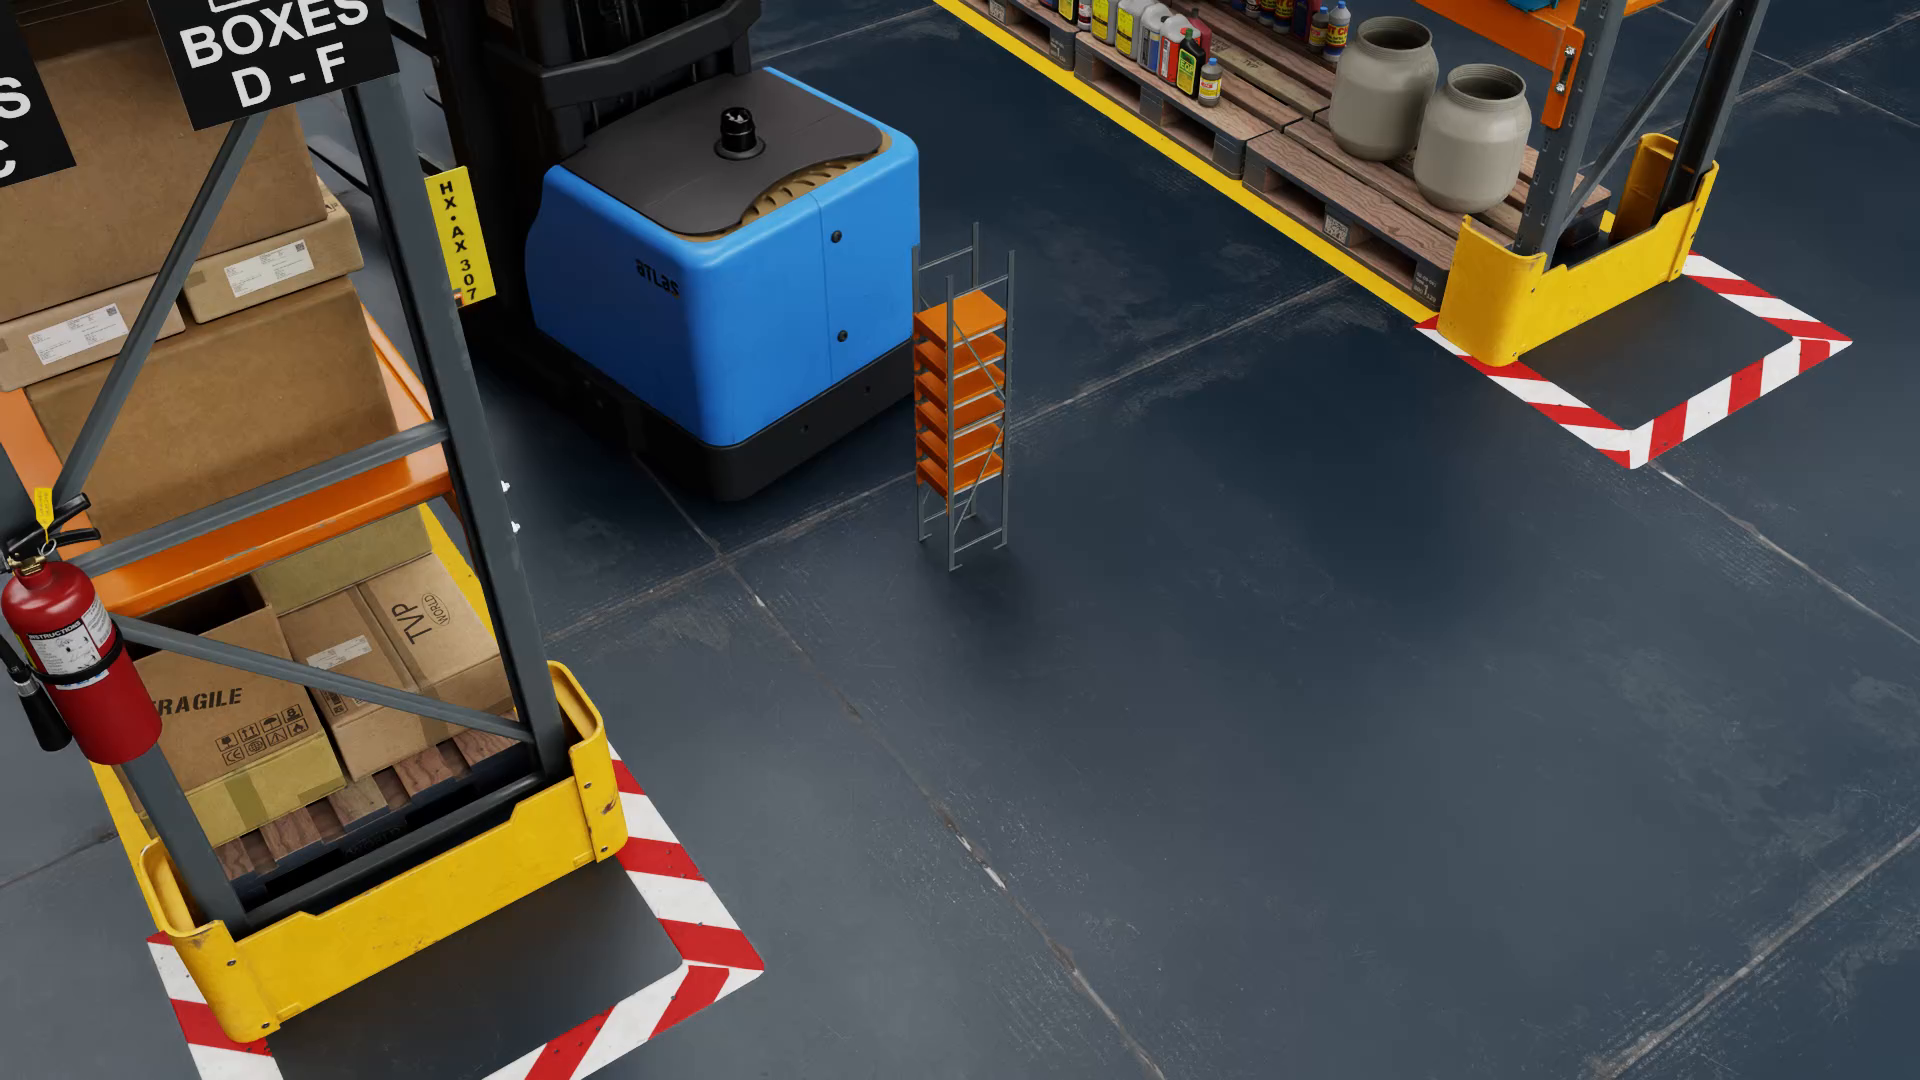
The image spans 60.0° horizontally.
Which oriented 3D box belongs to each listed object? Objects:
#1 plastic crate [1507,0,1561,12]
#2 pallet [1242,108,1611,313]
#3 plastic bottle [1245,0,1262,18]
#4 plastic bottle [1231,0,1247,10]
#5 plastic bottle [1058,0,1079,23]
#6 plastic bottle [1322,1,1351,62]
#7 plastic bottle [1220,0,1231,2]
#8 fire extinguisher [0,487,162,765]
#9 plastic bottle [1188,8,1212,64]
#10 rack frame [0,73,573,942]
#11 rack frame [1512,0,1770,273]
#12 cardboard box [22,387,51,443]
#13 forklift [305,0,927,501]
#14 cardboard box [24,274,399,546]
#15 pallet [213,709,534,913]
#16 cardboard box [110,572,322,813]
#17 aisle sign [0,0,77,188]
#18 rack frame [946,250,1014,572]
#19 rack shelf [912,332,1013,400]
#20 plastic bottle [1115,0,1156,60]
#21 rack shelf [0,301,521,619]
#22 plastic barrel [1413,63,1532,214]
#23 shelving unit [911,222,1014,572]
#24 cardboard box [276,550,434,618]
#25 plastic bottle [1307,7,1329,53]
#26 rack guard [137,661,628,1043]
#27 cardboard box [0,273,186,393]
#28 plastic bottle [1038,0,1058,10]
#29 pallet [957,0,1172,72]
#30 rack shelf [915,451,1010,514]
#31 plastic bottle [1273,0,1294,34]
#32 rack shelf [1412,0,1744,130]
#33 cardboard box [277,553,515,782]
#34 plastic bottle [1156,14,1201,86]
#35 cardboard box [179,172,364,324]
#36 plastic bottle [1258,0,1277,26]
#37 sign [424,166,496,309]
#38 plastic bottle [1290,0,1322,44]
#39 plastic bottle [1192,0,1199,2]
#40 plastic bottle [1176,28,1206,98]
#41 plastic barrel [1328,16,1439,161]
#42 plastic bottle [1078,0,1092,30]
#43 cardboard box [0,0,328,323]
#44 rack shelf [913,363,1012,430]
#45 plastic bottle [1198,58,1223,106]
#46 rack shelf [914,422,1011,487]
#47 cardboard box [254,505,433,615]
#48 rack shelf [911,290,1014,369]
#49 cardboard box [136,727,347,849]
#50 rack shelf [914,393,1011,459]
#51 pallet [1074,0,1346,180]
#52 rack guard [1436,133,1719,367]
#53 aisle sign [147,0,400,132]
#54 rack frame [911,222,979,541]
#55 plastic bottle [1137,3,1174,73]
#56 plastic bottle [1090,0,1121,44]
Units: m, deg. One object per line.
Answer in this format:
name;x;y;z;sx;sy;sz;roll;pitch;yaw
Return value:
plastic crate;2.000;-2.154;5.942;0.499;0.251;0.616;-26;49;-24
pallet;1.990;-1.520;7.190;1.003;0.211;1.213;-26;49;-24
plastic bottle;1.441;-2.646;8.058;0.097;0.201;0.097;0;44;0
plastic bottle;1.381;-2.730;8.095;0.097;0.271;0.097;0;44;0
plastic bottle;0.534;-2.646;7.998;0.061;0.283;0.133;-24;48;-23
plastic bottle;1.751;-2.365;7.712;0.097;0.271;0.097;0;44;0
plastic bottle;1.323;-2.763;8.179;0.097;0.201;0.097;0;44;0
fire extinguisher;-1.846;0.191;3.434;0.296;0.674;0.183;-26;49;-24
plastic bottle;1.087;-2.282;7.617;0.061;0.283;0.133;-26;49;-24
rack frame;-1.533;-0.088;3.670;1.000;3.000;0.127;-26;49;-24
rack frame;2.532;-2.042;5.717;1.000;3.000;0.127;-26;49;-24
cardboard box;-2.094;-0.689;4.227;0.700;0.500;0.500;-24;49;-23
forklift;-1.539;-2.094;5.821;3.031;2.935;1.130;33;53;30
cardboard box;-1.789;-0.393;3.917;0.700;0.500;0.500;-26;49;-24
pallet;-2.005;0.504;5.069;1.003;0.211;1.213;-26;49;-24
cardboard box;-2.084;0.297;4.410;0.500;0.500;0.500;-26;49;-24
aisle sign;-1.736;-0.875;2.611;0.394;0.787;0.004;-26;49;-24
rack frame;0.061;-0.374;5.273;0.240;1.200;0.006;-26;49;-24
rack shelf;0.008;-0.567;5.192;0.258;0.103;0.180;-26;49;-24
plastic bottle;0.823;-2.435;7.728;0.144;0.351;0.185;-24;49;-23
rack shelf;-2.677;-0.960;5.105;1.077;0.370;4.000;-26;49;-24
plastic barrel;2.093;-1.637;6.790;0.421;0.512;0.421;0;44;0
shelving unit;0.008;-0.426;5.327;0.258;1.200;0.189;-26;49;-24
cardboard box;-1.946;0.082;5.179;0.500;0.250;0.500;-26;49;-24
plastic bottle;1.691;-2.398;7.797;0.097;0.201;0.097;0;44;0
rack guard;-1.519;0.830;4.519;1.175;0.500;0.348;-26;49;-24
cardboard box;-1.908;-0.500;3.559;0.380;0.149;0.250;-27;50;-25
plastic bottle;0.473;-2.781;8.090;0.144;0.351;0.185;-28;50;-26
pallet;0.594;-2.902;8.637;1.003;0.211;1.213;-26;49;-24
rack shelf;0.008;-0.220;5.524;0.258;0.103;0.180;-26;49;-24
plastic bottle;1.555;-2.559;7.915;0.097;0.271;0.097;0;44;0
rack shelf;1.388;-2.915;7.152;1.077;0.370;4.000;-26;49;-24
cardboard box;-1.657;0.363;4.884;0.500;0.250;0.500;-26;49;-24
plastic bottle;1.000;-2.237;7.575;0.152;0.276;0.135;-25;49;-24
cardboard box;-1.581;-0.666;3.733;0.380;0.149;0.250;-26;49;-25
plastic bottle;1.497;-2.615;7.975;0.097;0.271;0.097;0;44;0
sign;-1.074;-0.645;3.570;0.100;0.325;0.005;-26;49;-24
plastic bottle;1.636;-2.504;7.850;0.061;0.283;0.133;-25;49;-24
plastic bottle;1.146;-2.806;8.166;0.061;0.283;0.133;-26;49;-24
plastic bottle;1.040;-2.145;7.473;0.061;0.283;0.133;-25;49;-24
plastic barrel;1.806;-1.921;7.087;0.421;0.512;0.421;0;44;0
plastic bottle;0.616;-2.557;7.964;0.097;0.201;0.097;0;44;0
cardboard box;-1.820;-0.893;3.501;0.700;0.500;0.500;-26;49;-24
rack shelf;0.008;-0.480;5.275;0.258;0.103;0.180;-26;49;-24
plastic bottle;1.122;-2.056;7.440;0.097;0.201;0.097;0;44;0
rack shelf;0.008;-0.307;5.441;0.258;0.103;0.180;-26;49;-24
cardboard box;-1.945;-0.190;4.921;0.500;0.500;0.500;-26;49;-24
rack shelf;0.008;-0.654;5.109;0.258;0.103;0.180;-26;49;-24
cardboard box;-2.082;0.568;4.670;0.500;0.250;0.500;-26;49;-24
rack shelf;0.008;-0.394;5.358;0.258;0.103;0.180;-26;49;-24
pallet;1.296;-2.211;7.913;1.003;0.211;1.213;-26;49;-24
rack guard;2.450;-1.163;6.606;1.175;0.500;0.348;-26;49;-24
aisle sign;-1.244;-1.112;2.860;0.394;0.787;0.004;-26;49;-24
rack frame;-0.044;-0.478;5.381;0.240;1.200;0.006;-26;49;-24
plastic bottle;0.921;-2.315;7.657;0.152;0.276;0.135;-27;50;-25
plastic bottle;0.716;-2.540;7.838;0.144;0.351;0.185;-26;49;-25
